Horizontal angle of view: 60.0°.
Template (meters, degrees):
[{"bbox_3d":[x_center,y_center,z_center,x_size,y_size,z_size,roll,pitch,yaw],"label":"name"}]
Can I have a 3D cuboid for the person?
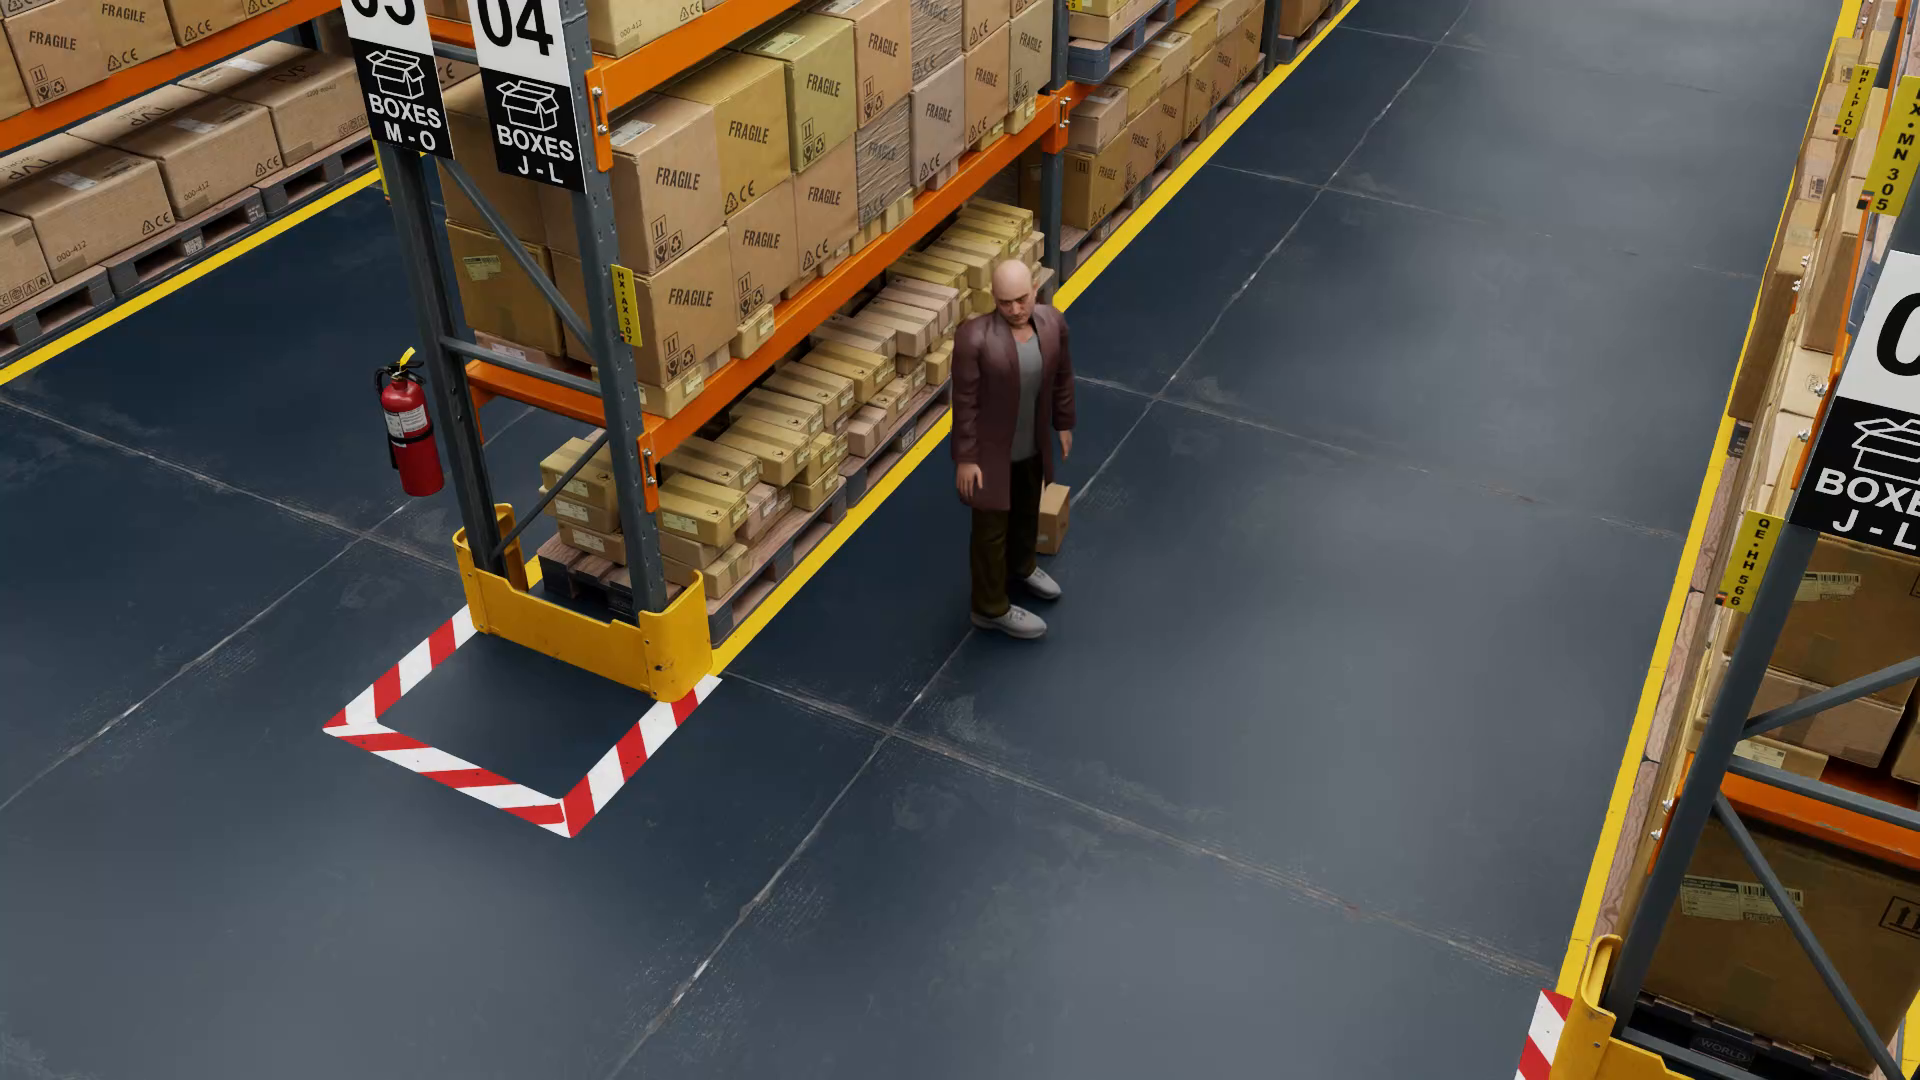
[{"bbox_3d":[0.261,-0.397,7.241,0.645,1.780,0.571,-21,42,-25],"label":"person"}]
